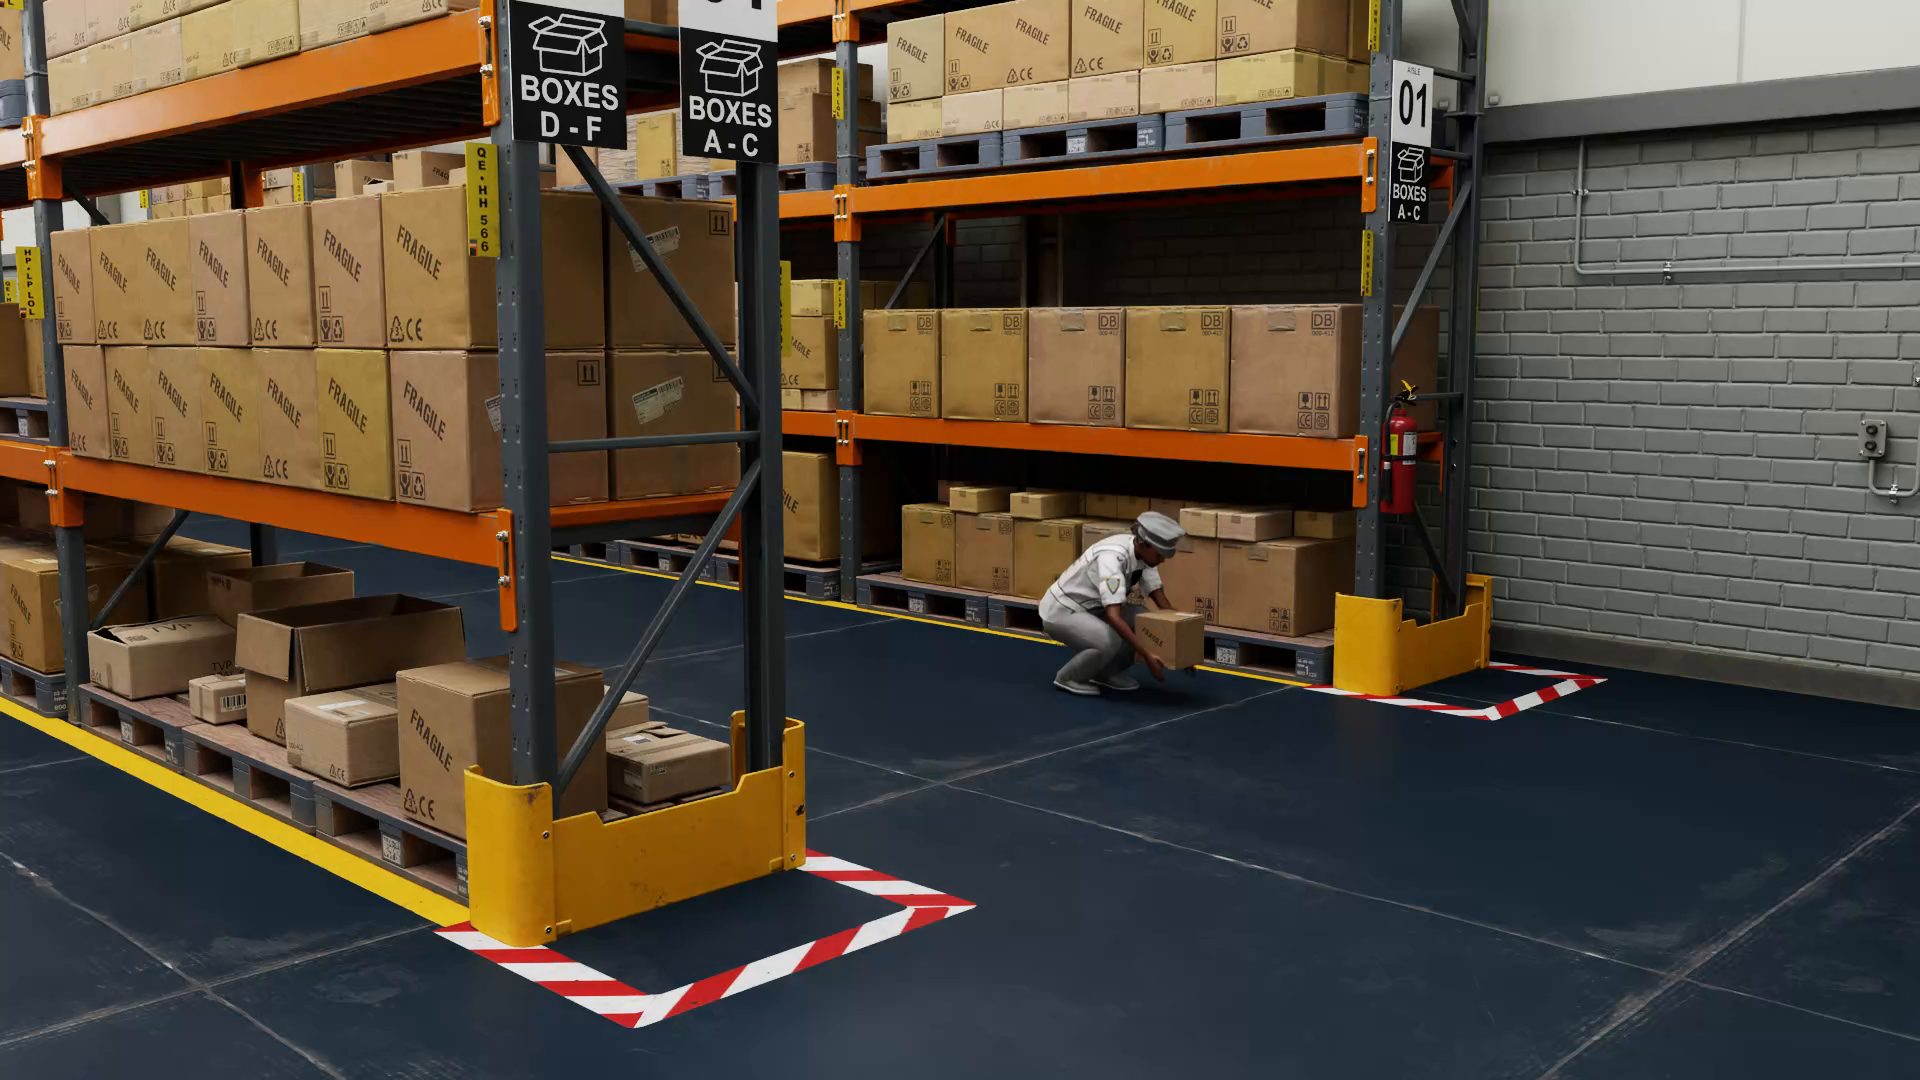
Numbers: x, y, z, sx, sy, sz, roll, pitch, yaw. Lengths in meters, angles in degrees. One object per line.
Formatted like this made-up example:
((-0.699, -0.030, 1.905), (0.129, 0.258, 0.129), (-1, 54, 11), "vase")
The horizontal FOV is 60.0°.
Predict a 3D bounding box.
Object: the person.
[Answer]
((0.803, 0.327, 8.553), (0.850, 0.959, 0.482), (7, 10, 43), "person")
